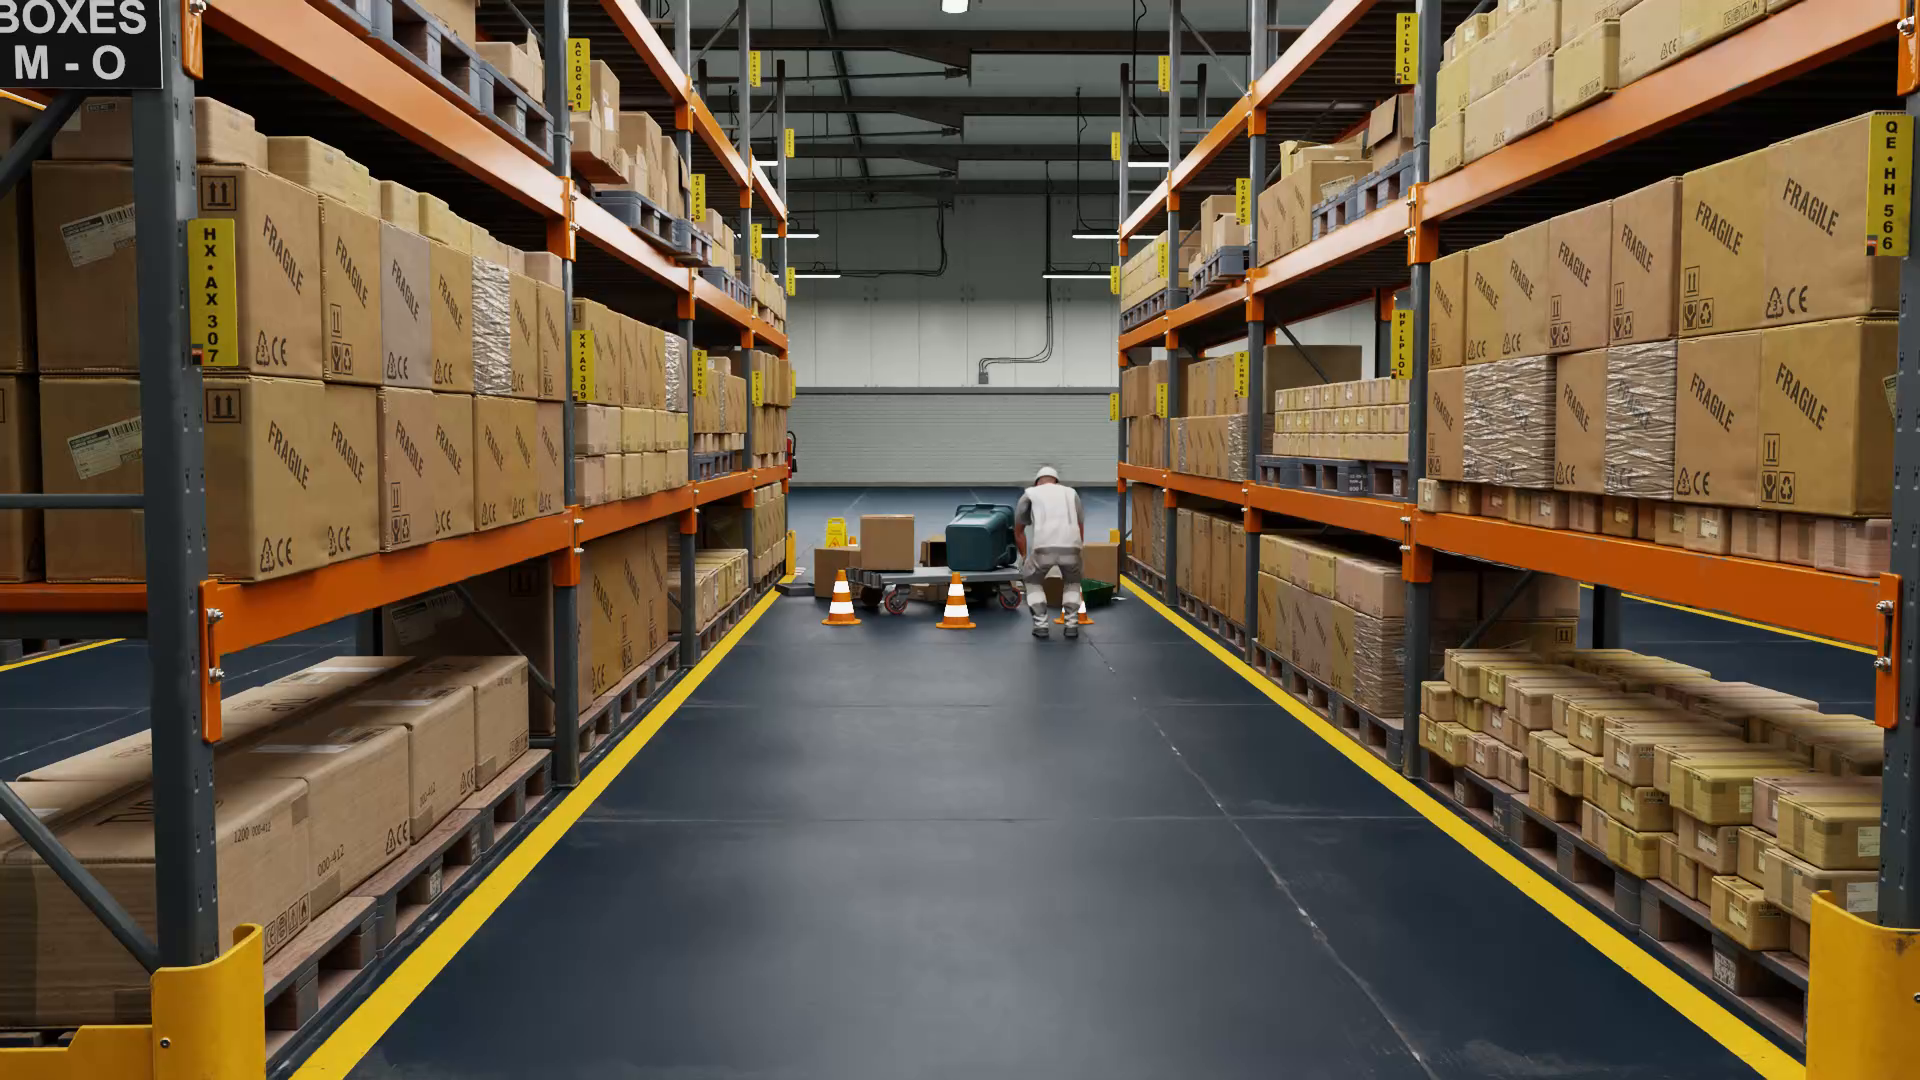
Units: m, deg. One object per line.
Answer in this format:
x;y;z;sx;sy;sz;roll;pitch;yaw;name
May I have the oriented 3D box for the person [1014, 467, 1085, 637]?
0.740;0.092;13.713;0.584;1.384;0.780;0;4;-1;person
